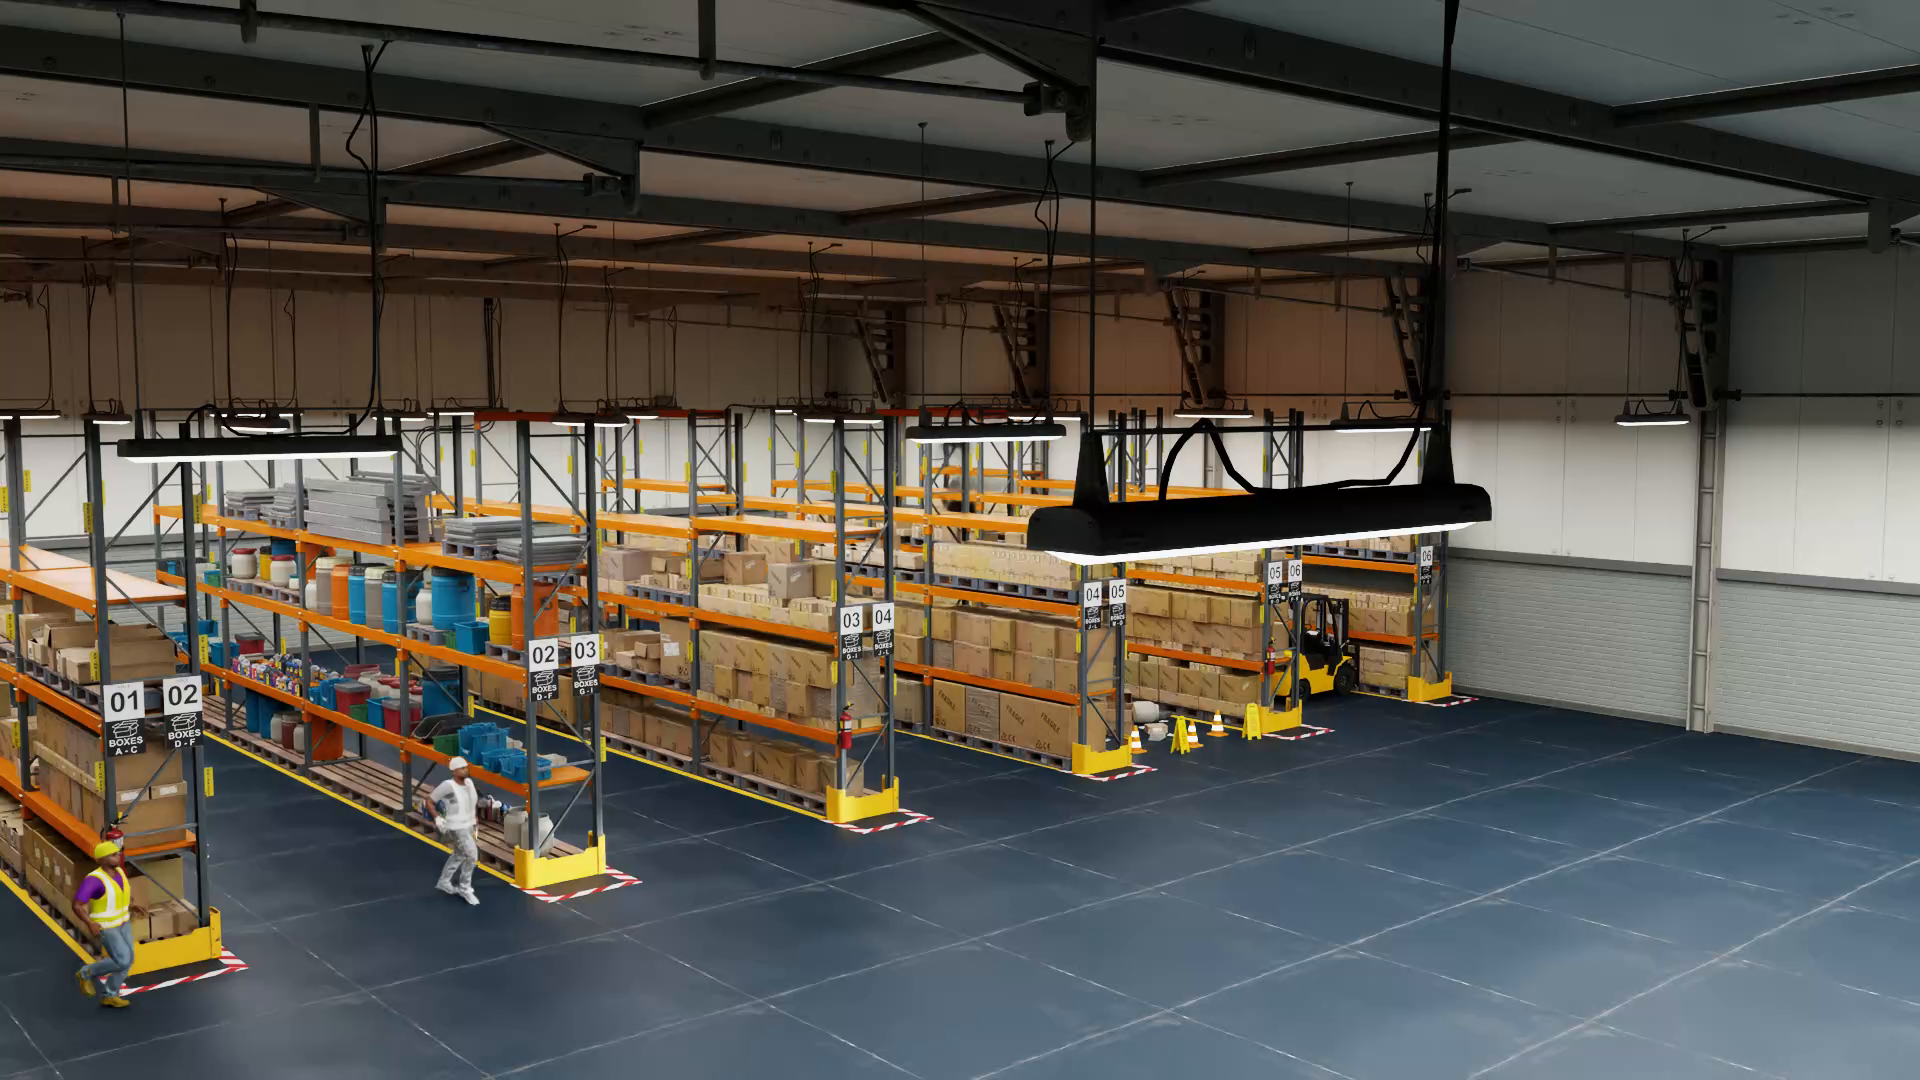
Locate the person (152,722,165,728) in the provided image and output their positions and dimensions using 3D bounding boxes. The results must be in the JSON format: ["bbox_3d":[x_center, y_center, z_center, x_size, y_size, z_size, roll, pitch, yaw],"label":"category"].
[{"bbox_3d":[-12.888,3.161,26.197,0.843,1.809,0.690,5,7,44],"label":"person"}]

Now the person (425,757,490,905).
[{"bbox_3d":[-6.231,3.620,20.746,0.781,1.841,0.670,1,5,12],"label":"person"}]

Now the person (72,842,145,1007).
[{"bbox_3d":[-8.805,3.973,17.206,0.590,1.724,0.719,1,5,6],"label":"person"}]
